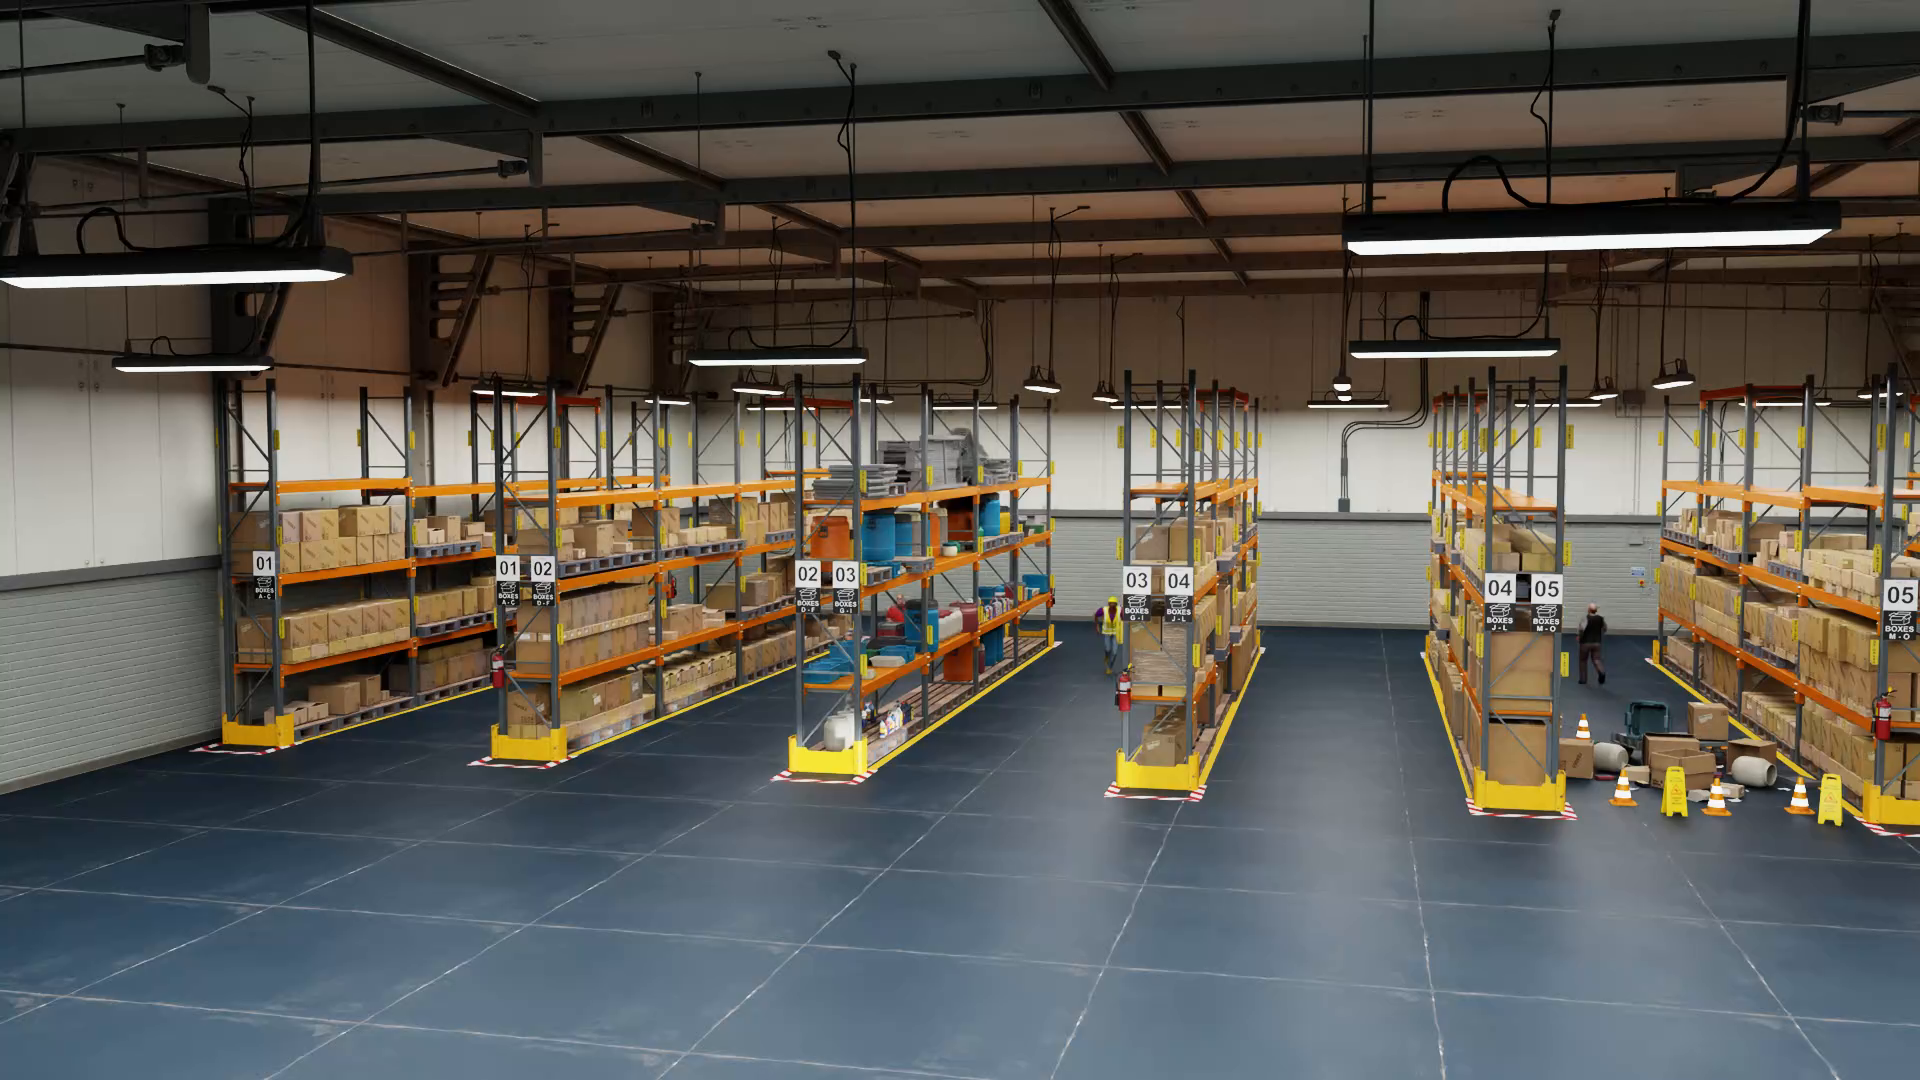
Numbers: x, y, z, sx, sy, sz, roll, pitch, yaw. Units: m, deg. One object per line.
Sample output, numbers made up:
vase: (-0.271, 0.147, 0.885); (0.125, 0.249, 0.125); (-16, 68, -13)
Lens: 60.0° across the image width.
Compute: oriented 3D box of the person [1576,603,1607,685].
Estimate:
person: (12.803, 2.124, 33.717); (0.653, 1.699, 0.905); (0, 3, -1)

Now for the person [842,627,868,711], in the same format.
person: (-1.911, 2.367, 30.323); (0.677, 1.595, 0.745); (-1, 4, -20)

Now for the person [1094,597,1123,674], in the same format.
person: (3.236, 2.035, 35.527); (0.678, 1.684, 0.700); (0, 3, -3)

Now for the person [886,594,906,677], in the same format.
person: (-1.264, 2.034, 35.358); (0.622, 1.787, 0.854); (1, 4, 20)
